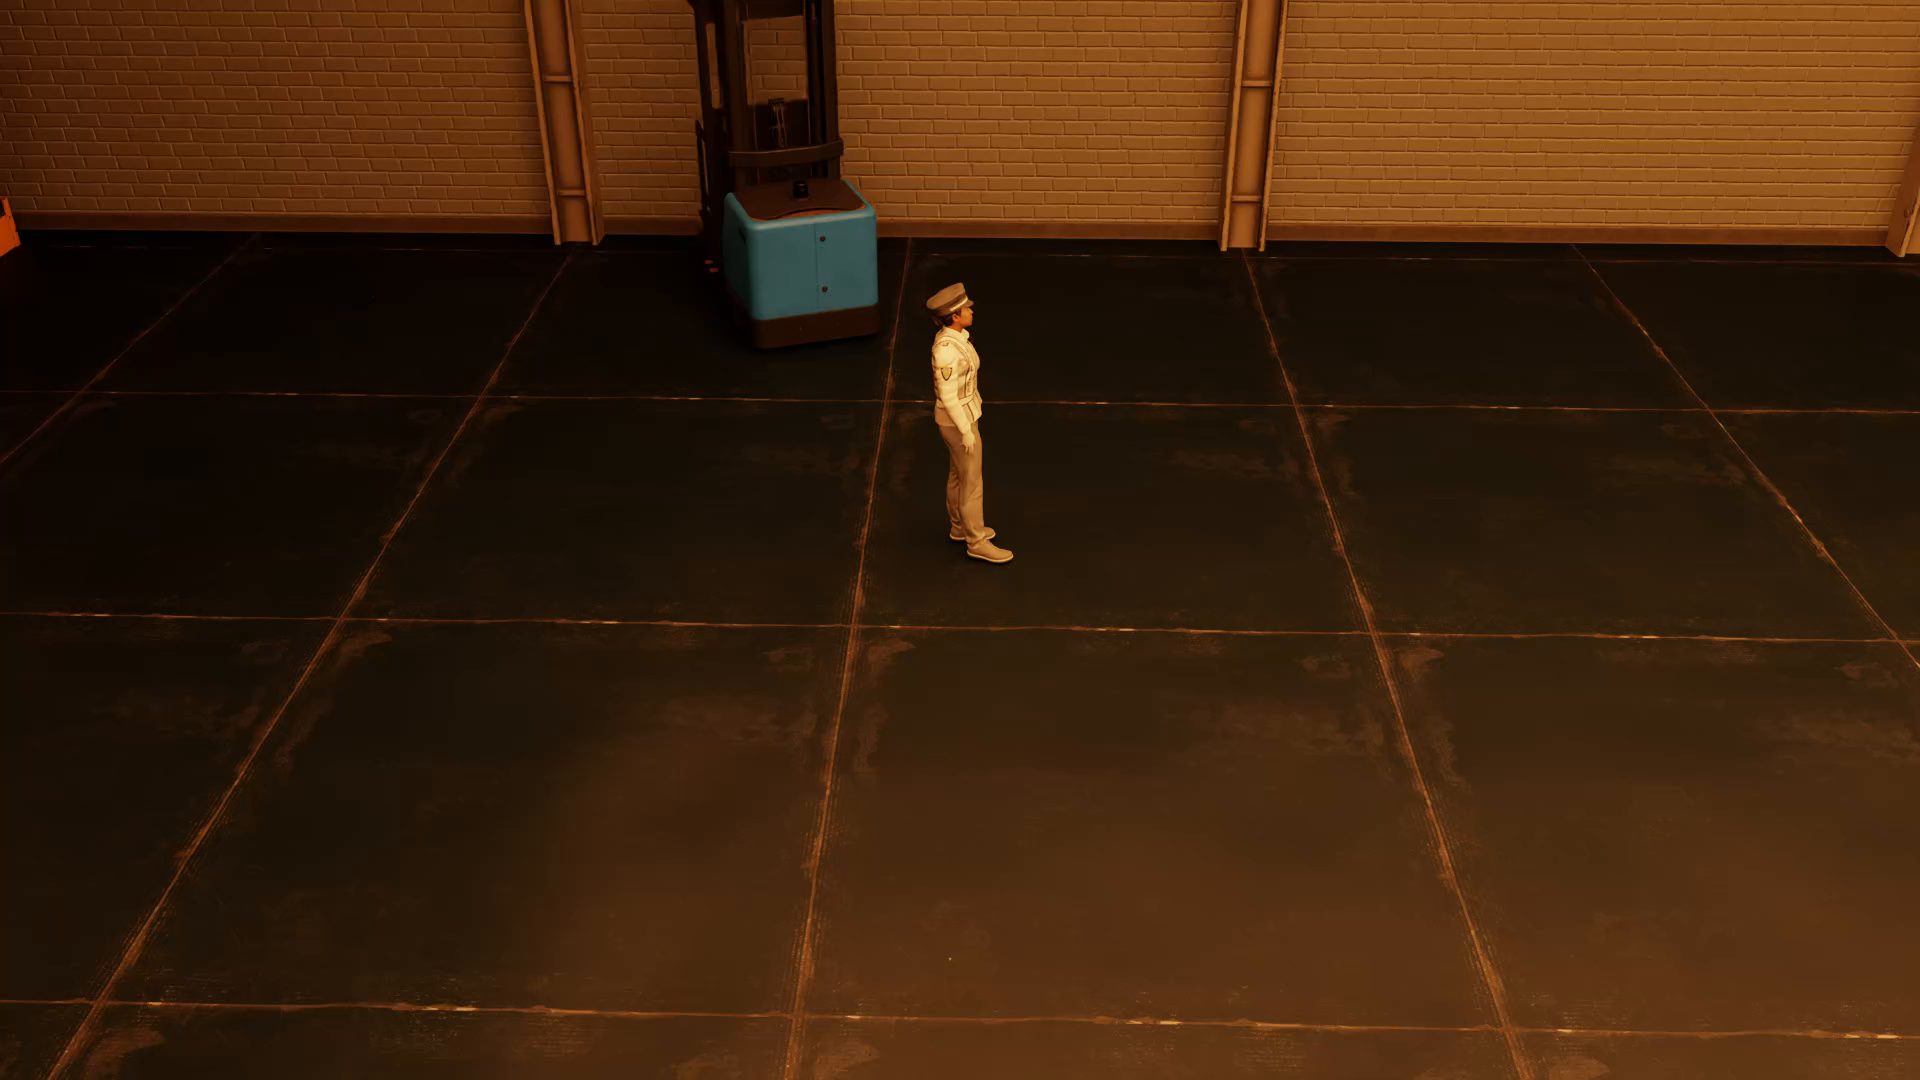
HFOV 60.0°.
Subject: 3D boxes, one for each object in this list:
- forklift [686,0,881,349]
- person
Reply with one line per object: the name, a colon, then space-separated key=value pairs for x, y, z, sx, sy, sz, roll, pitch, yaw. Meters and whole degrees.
forklift: x=-1.595 y=-3.476 z=13.509 sx=1.130 sy=2.935 sz=3.031 roll=-10 pitch=32 yaw=-17
person: x=0.068 y=-0.732 z=10.059 sx=0.531 sy=1.695 sz=0.588 roll=1 pitch=31 yaw=1
